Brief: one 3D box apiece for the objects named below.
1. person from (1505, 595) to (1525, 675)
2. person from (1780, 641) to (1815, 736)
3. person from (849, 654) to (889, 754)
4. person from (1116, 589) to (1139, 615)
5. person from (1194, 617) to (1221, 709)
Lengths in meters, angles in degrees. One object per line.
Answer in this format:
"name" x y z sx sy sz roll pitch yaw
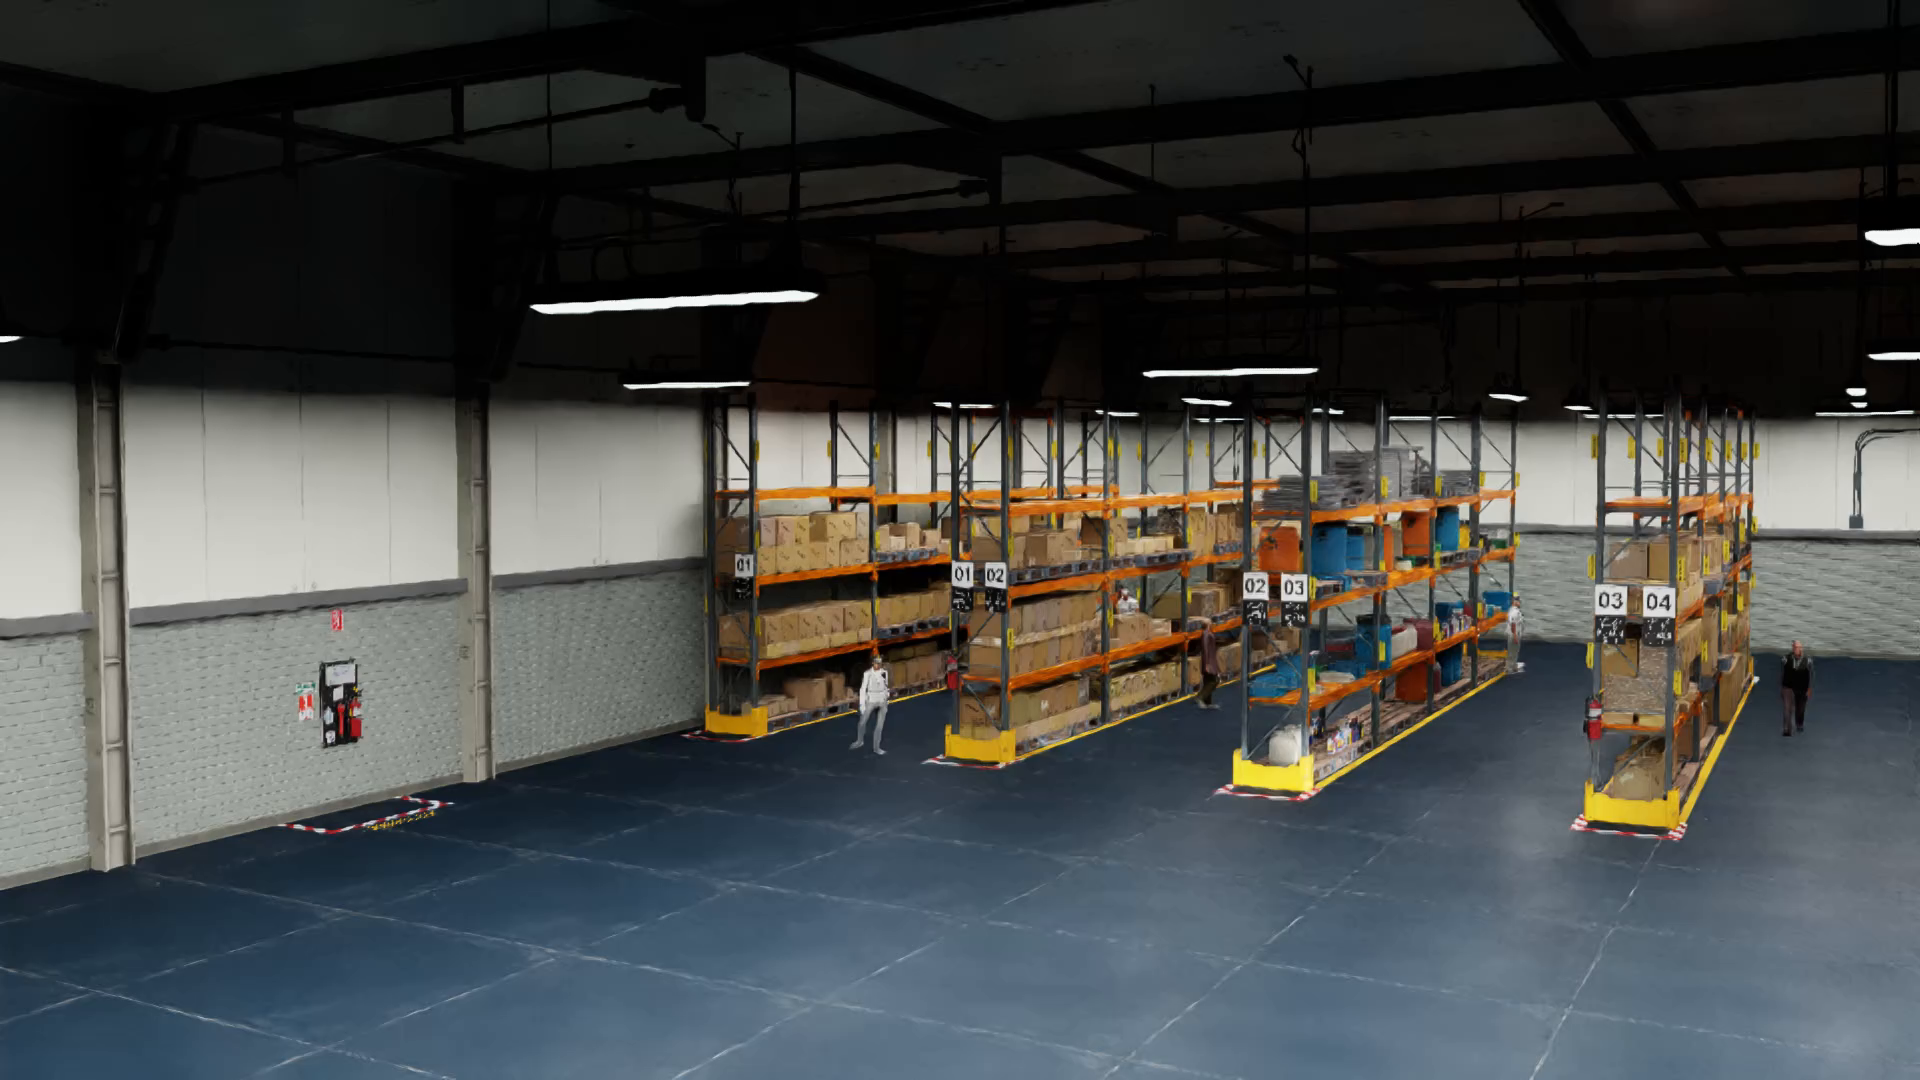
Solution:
"person" 12.382 2.101 37.096 0.419 1.770 0.690 1 3 23
"person" 14.678 2.588 29.155 0.544 1.646 1.106 2 3 26
"person" -1.489 2.691 27.451 0.662 1.662 0.494 -1 3 -13
"person" 4.116 1.991 41.000 0.625 1.611 0.582 1 3 26
"person" 4.772 2.381 32.056 0.517 1.775 0.634 0 3 5
